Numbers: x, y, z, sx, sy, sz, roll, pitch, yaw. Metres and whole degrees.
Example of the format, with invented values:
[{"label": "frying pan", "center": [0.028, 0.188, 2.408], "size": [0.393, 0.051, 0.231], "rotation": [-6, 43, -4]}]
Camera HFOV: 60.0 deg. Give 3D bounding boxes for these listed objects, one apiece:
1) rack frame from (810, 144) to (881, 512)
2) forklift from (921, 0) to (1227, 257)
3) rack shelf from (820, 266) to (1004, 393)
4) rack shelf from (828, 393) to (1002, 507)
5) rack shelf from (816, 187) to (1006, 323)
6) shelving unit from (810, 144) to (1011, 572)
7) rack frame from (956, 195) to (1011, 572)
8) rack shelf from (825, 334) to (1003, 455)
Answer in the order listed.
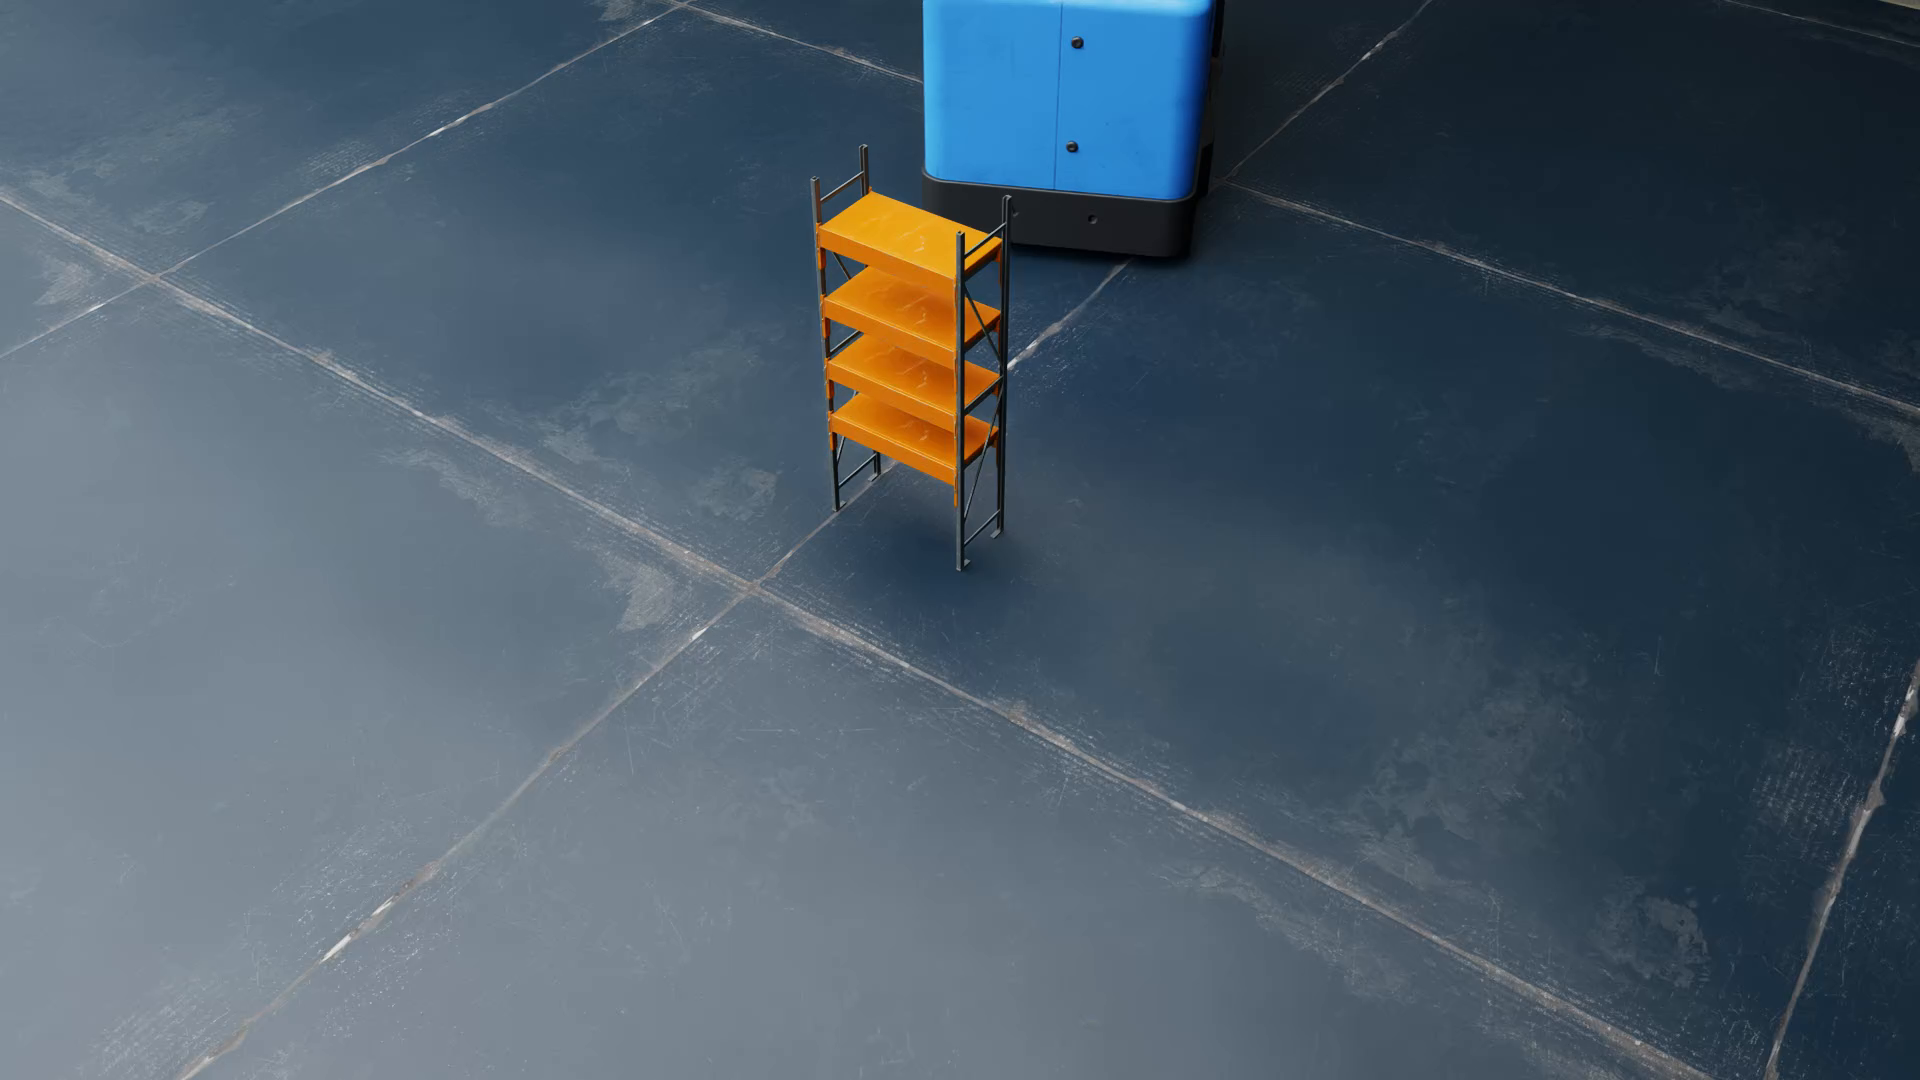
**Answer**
[{"label": "rack frame", "center": [-0.335, -0.604, 5.025], "size": [0.015, 1.200, 0.240], "rotation": [25, 48, 25]}, {"label": "forklift", "center": [0.618, -3.161, 6.585], "size": [1.130, 2.935, 3.031], "rotation": [7, 42, 7]}, {"label": "rack shelf", "center": [-0.136, -0.627, 4.816], "size": [0.480, 0.148, 0.258], "rotation": [25, 48, 25]}, {"label": "rack shelf", "center": [-0.136, -0.312, 5.098], "size": [0.480, 0.148, 0.258], "rotation": [25, 48, 25]}, {"label": "rack shelf", "center": [-0.136, -0.803, 4.659], "size": [0.480, 0.148, 0.258], "rotation": [25, 48, 25]}, {"label": "shelving unit", "center": [-0.136, -0.511, 4.921], "size": [0.503, 1.200, 0.258], "rotation": [25, 48, 25]}, {"label": "rack frame", "center": [0.064, -0.417, 4.816], "size": [0.015, 1.200, 0.240], "rotation": [25, 48, 25]}, {"label": "rack shelf", "center": [-0.136, -0.460, 4.966], "size": [0.480, 0.148, 0.258], "rotation": [25, 48, 25]}]
